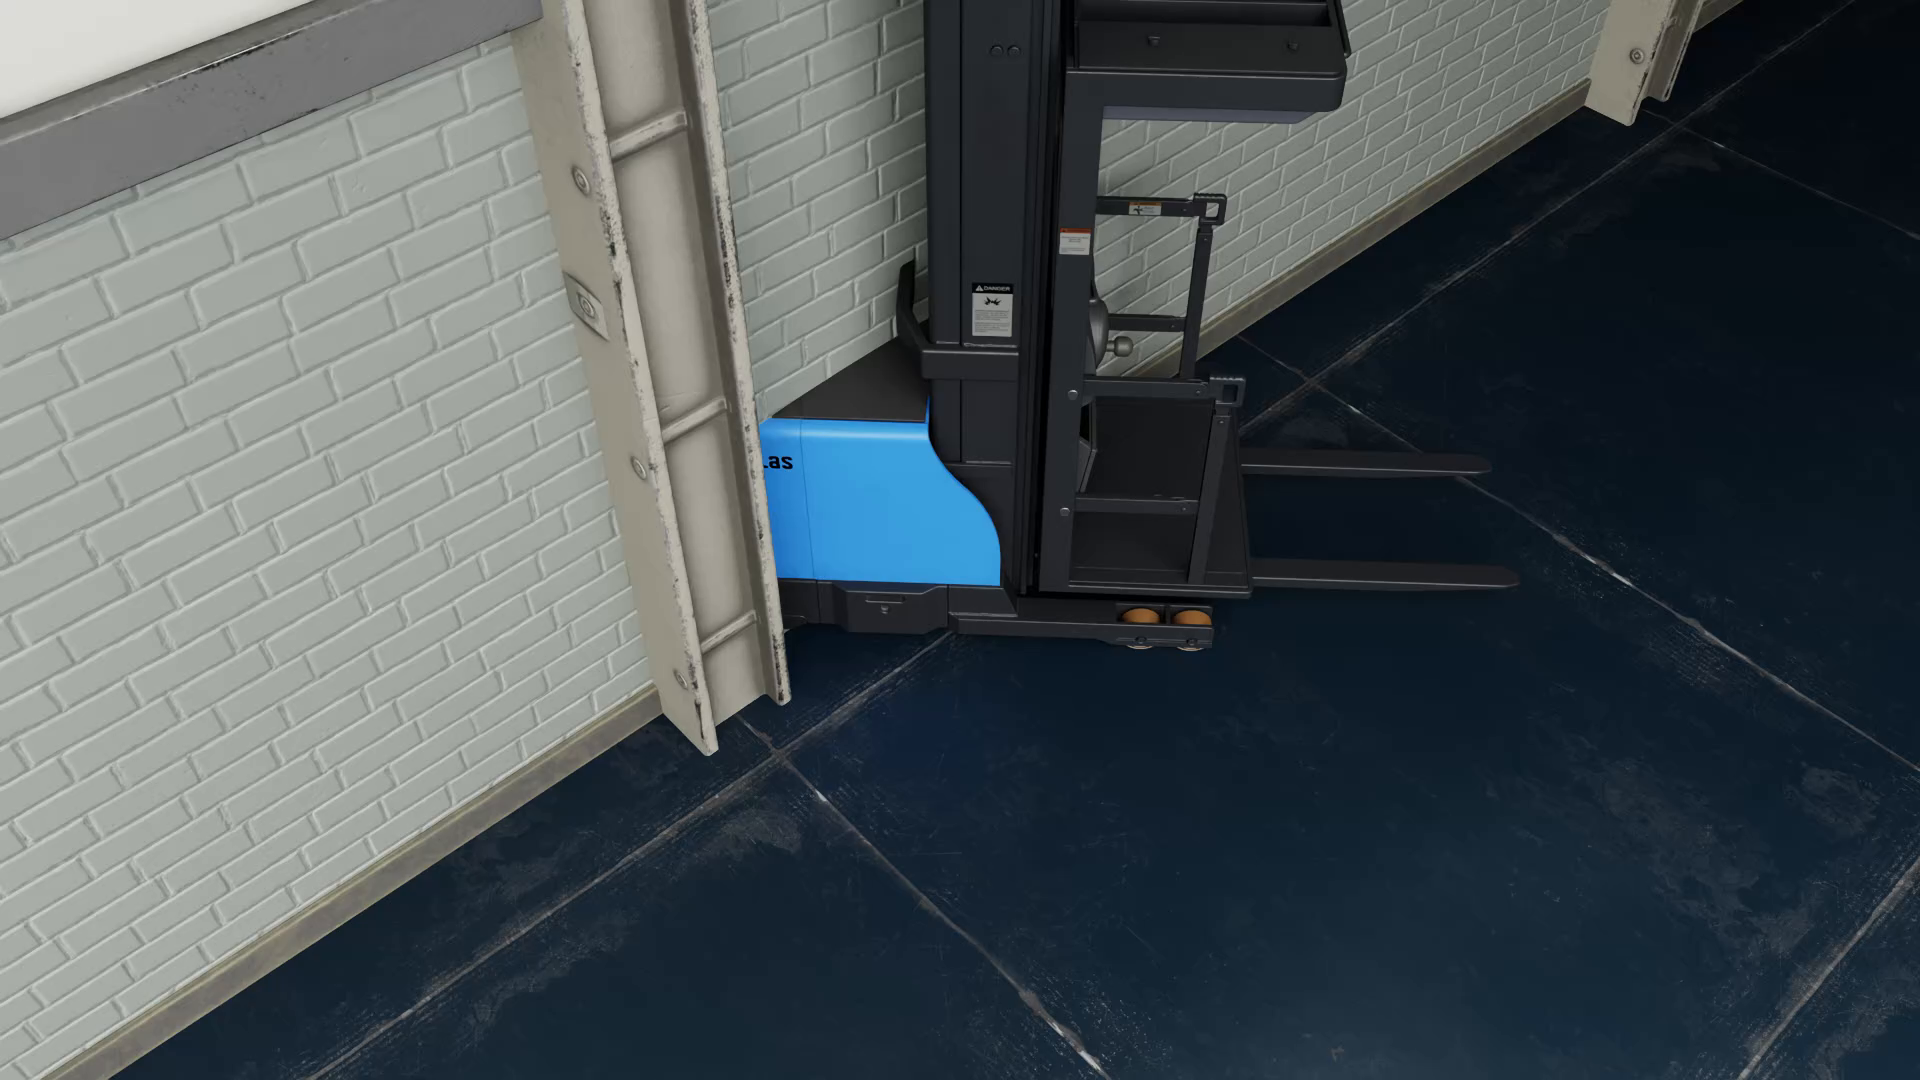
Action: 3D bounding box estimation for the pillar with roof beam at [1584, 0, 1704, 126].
[{"bbox_3d":[6.462,-3.072,3.462,0.400,9.000,9.100,-34,56,-27],"label":"pillar with roof beam"}]

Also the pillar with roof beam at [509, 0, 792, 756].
[{"bbox_3d":[2.022,-0.106,0.725,0.400,9.000,9.100,-34,56,-27],"label":"pillar with roof beam"}]

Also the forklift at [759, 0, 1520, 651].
[{"bbox_3d":[0.624,-0.973,5.653,3.031,2.935,1.130,2,47,2],"label":"forklift"}]
